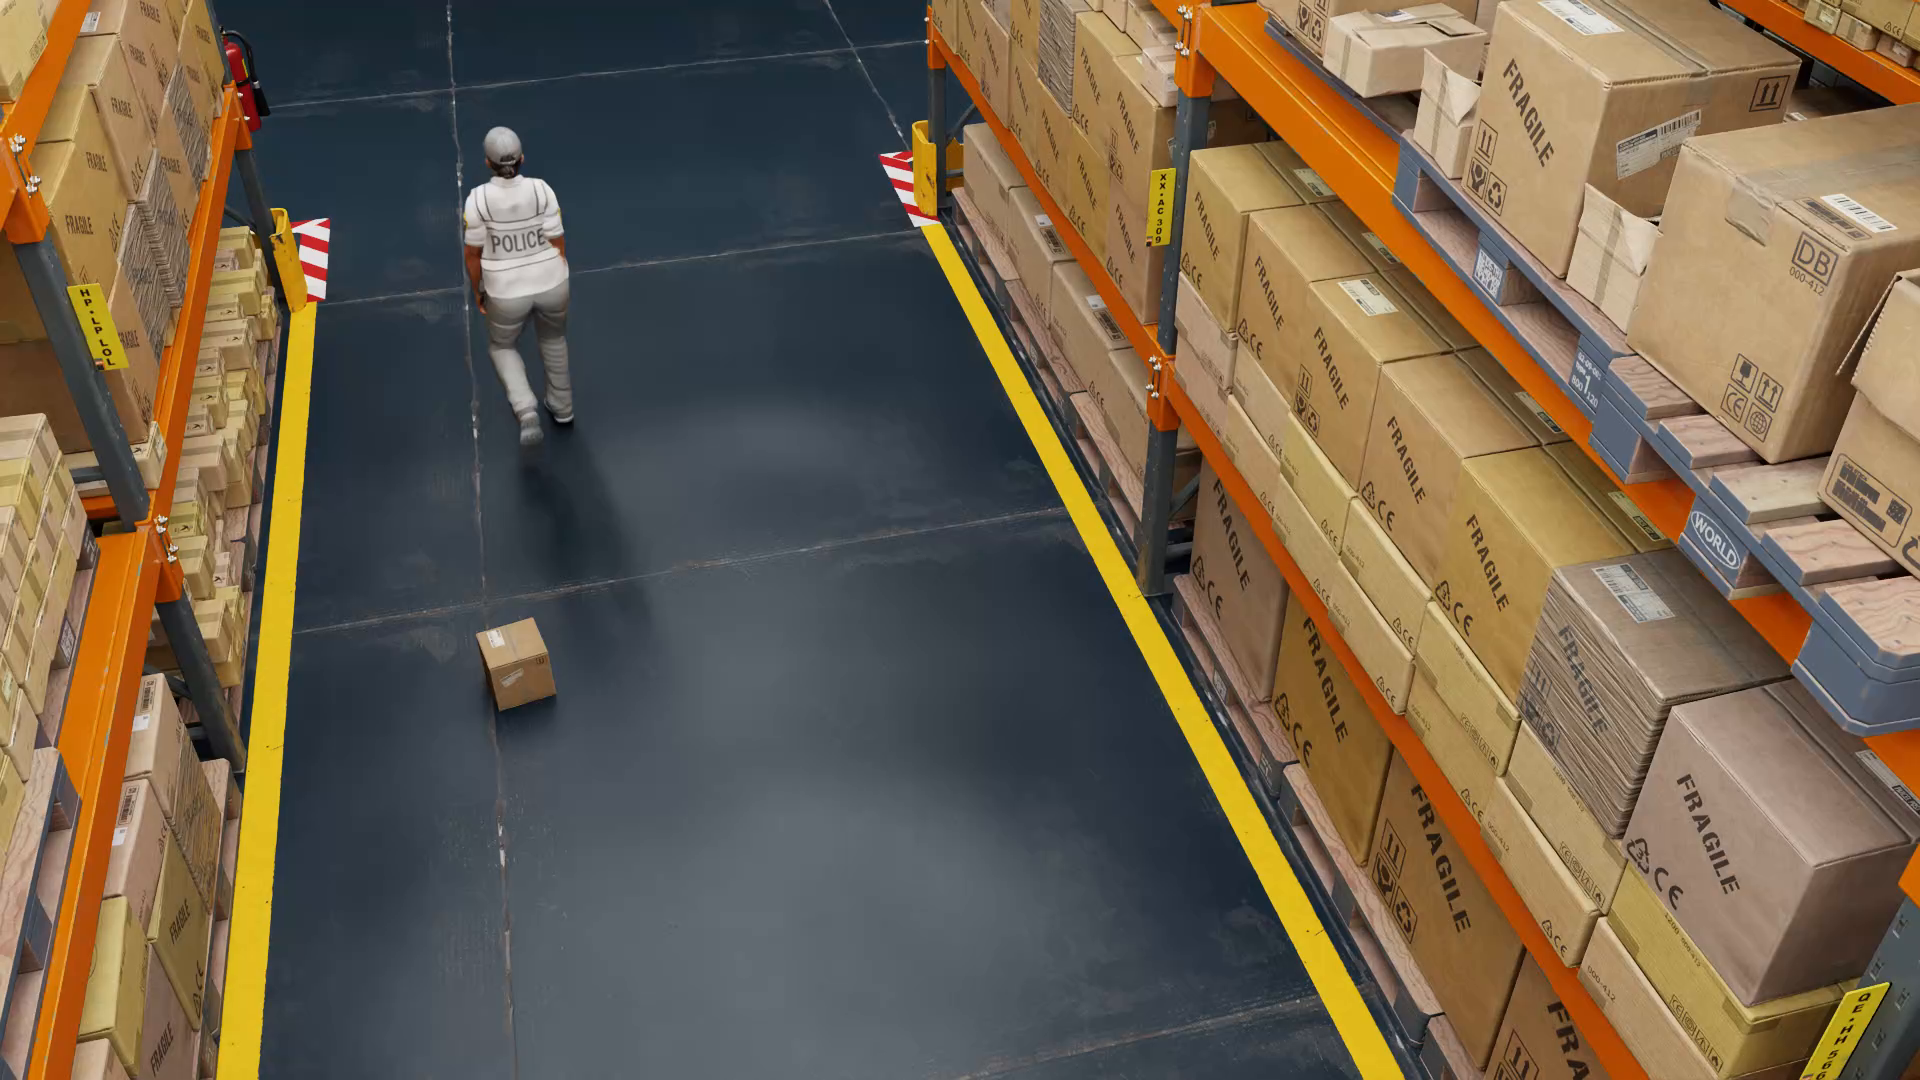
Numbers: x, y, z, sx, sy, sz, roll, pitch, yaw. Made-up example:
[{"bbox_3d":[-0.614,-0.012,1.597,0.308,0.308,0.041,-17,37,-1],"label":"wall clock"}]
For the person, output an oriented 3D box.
[{"bbox_3d":[-2.155,-1.224,8.229,0.485,1.648,0.607,-16,41,-19],"label":"person"}]
